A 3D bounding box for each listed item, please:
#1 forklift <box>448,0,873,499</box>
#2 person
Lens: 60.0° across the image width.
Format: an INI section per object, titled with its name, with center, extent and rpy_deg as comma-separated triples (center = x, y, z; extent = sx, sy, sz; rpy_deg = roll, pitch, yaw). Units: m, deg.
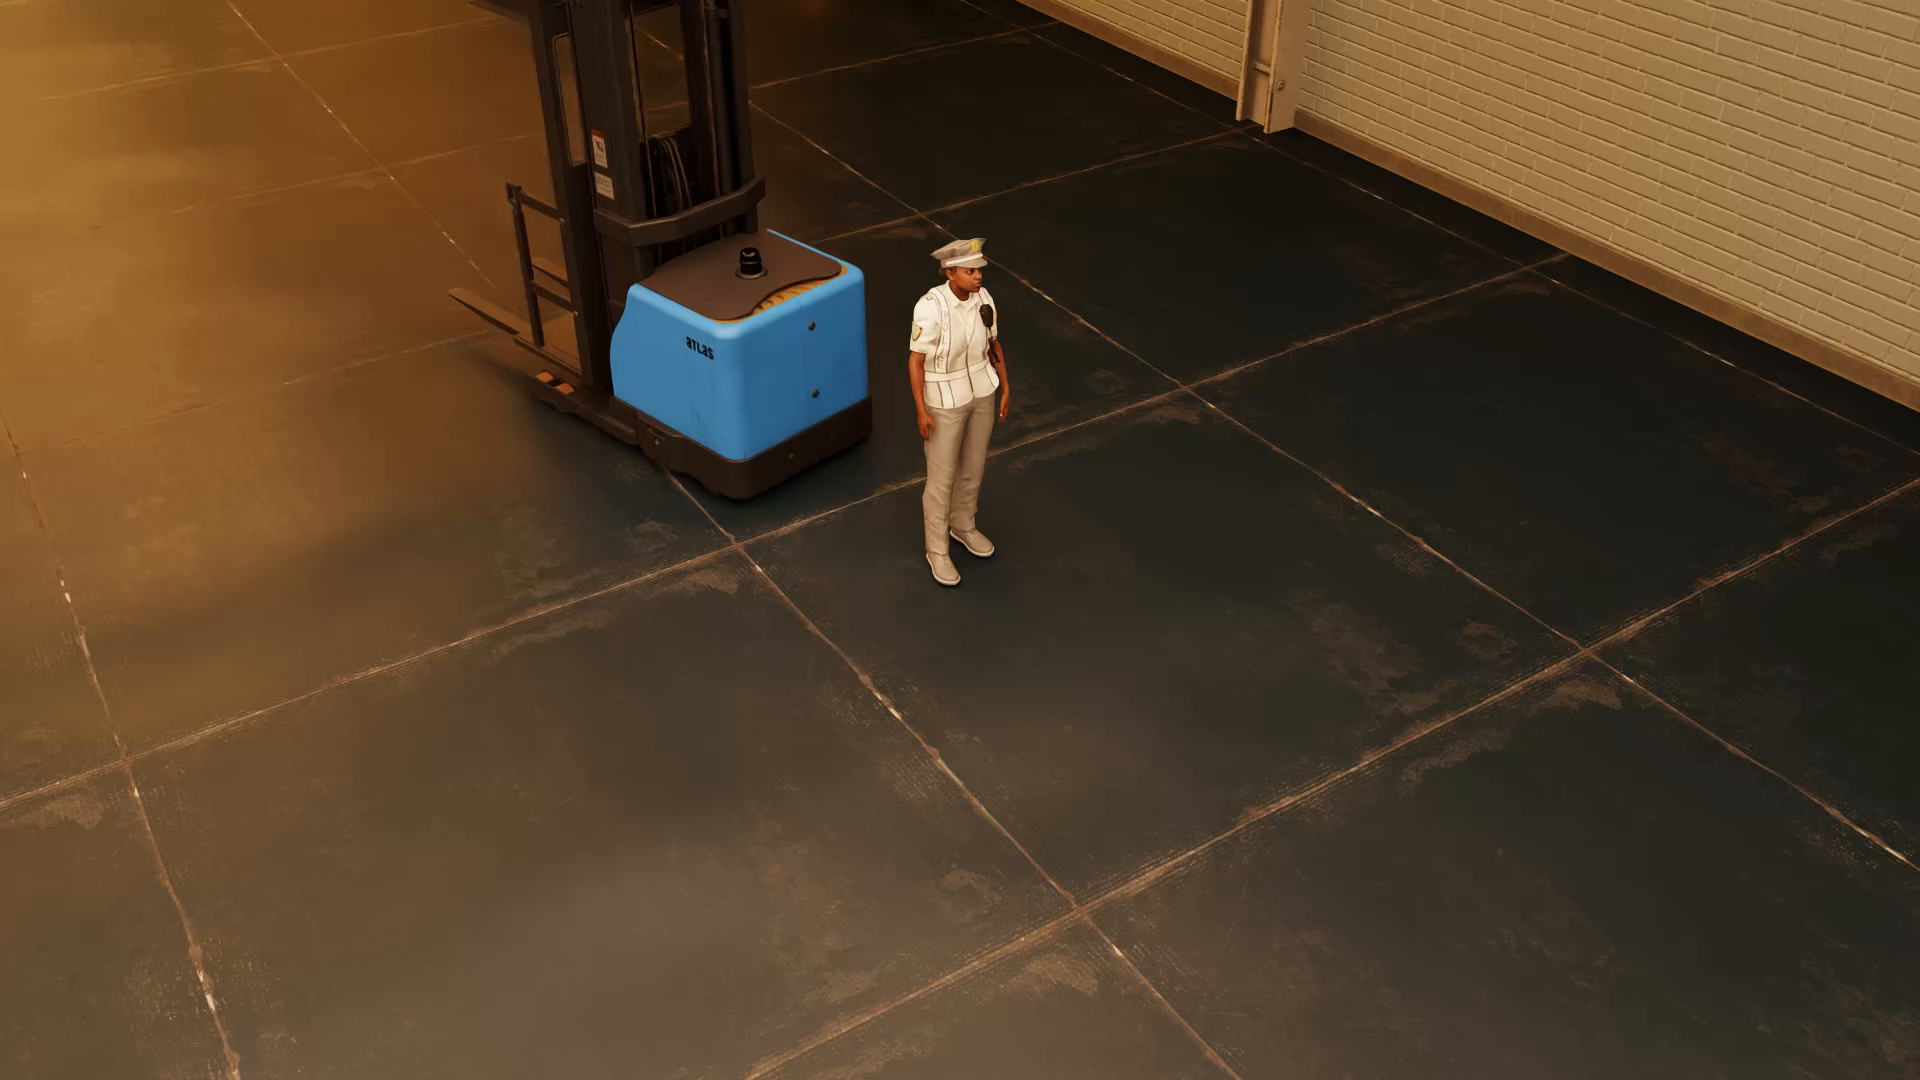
[forklift]
center = -1.918, -2.145, 9.200
extent = 3.031, 2.935, 1.130
rpy_deg = 28, 44, 34
[person]
center = 0.024, -0.657, 8.146
extent = 0.570, 1.695, 0.530
rpy_deg = -21, 40, -27
